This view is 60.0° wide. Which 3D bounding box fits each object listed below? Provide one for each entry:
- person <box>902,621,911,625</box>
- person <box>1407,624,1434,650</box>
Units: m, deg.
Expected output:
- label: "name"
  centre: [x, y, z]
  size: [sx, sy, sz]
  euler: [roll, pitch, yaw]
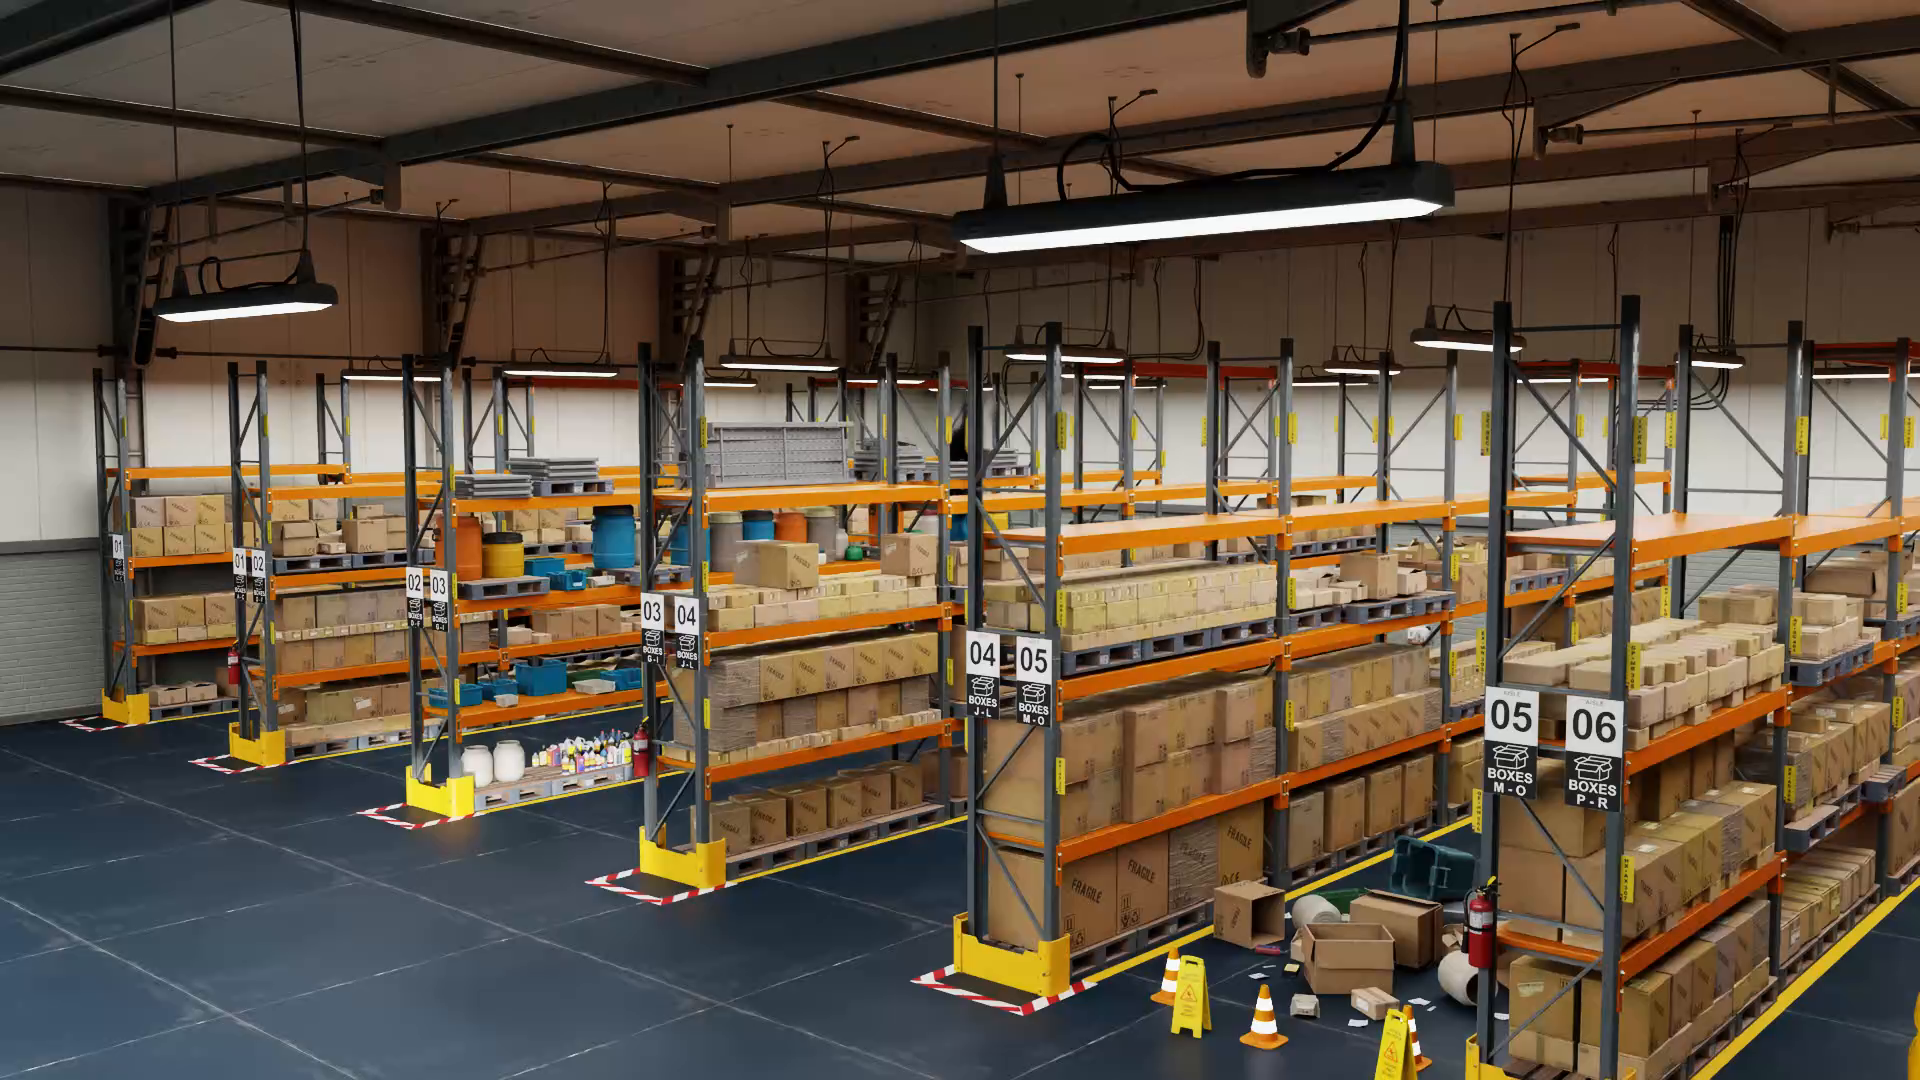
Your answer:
- label: "person"
  centre: [-0.972, 1.739, 31.992]
  size: [0.571, 1.598, 0.676]
  euler: [4, 6, 44]
- label: "person"
  centre: [8.512, 2.118, 30.893]
  size: [0.691, 1.707, 0.703]
  euler: [-2, 5, -26]
